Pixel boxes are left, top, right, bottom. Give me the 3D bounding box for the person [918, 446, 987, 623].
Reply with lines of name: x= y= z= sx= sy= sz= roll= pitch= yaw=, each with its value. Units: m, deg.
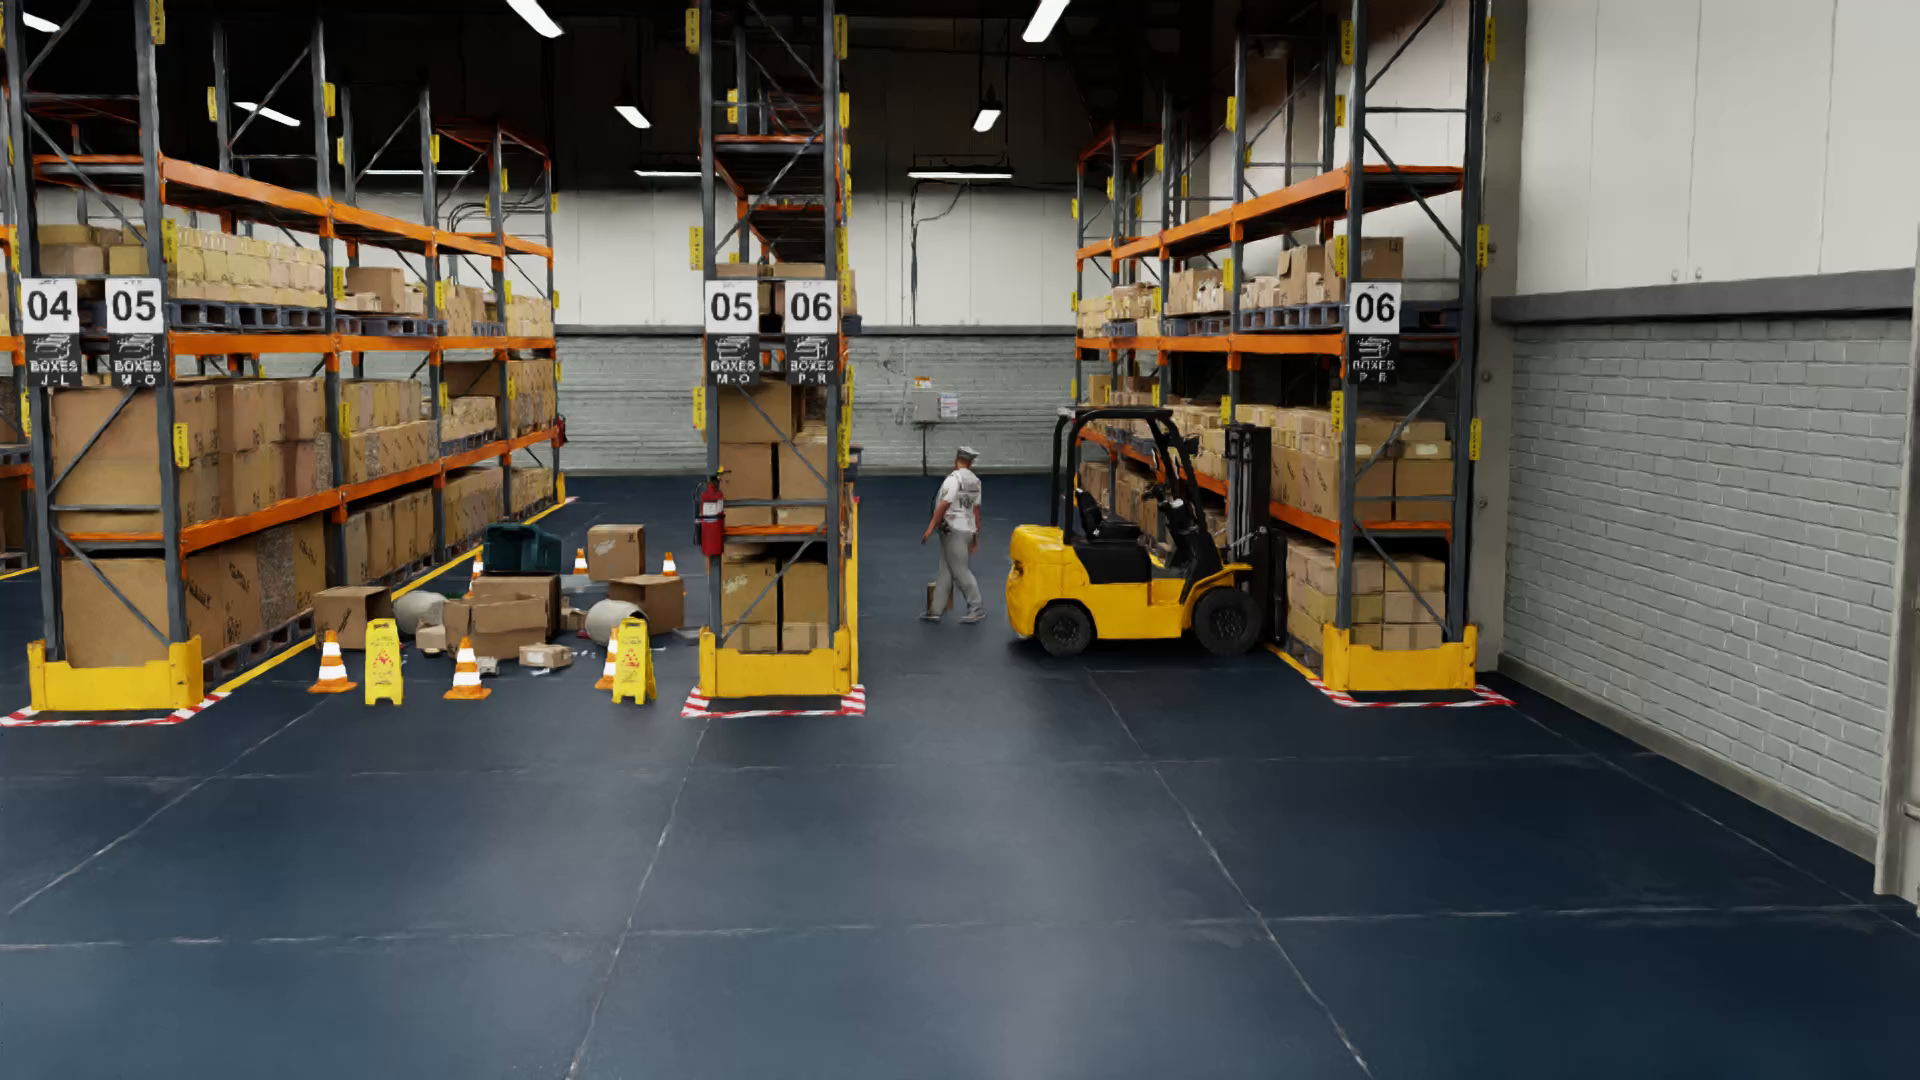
person: x=-0.072 y=-0.061 z=16.330 sx=0.720 sy=1.723 sz=0.580 roll=2 pitch=7 yaw=19
